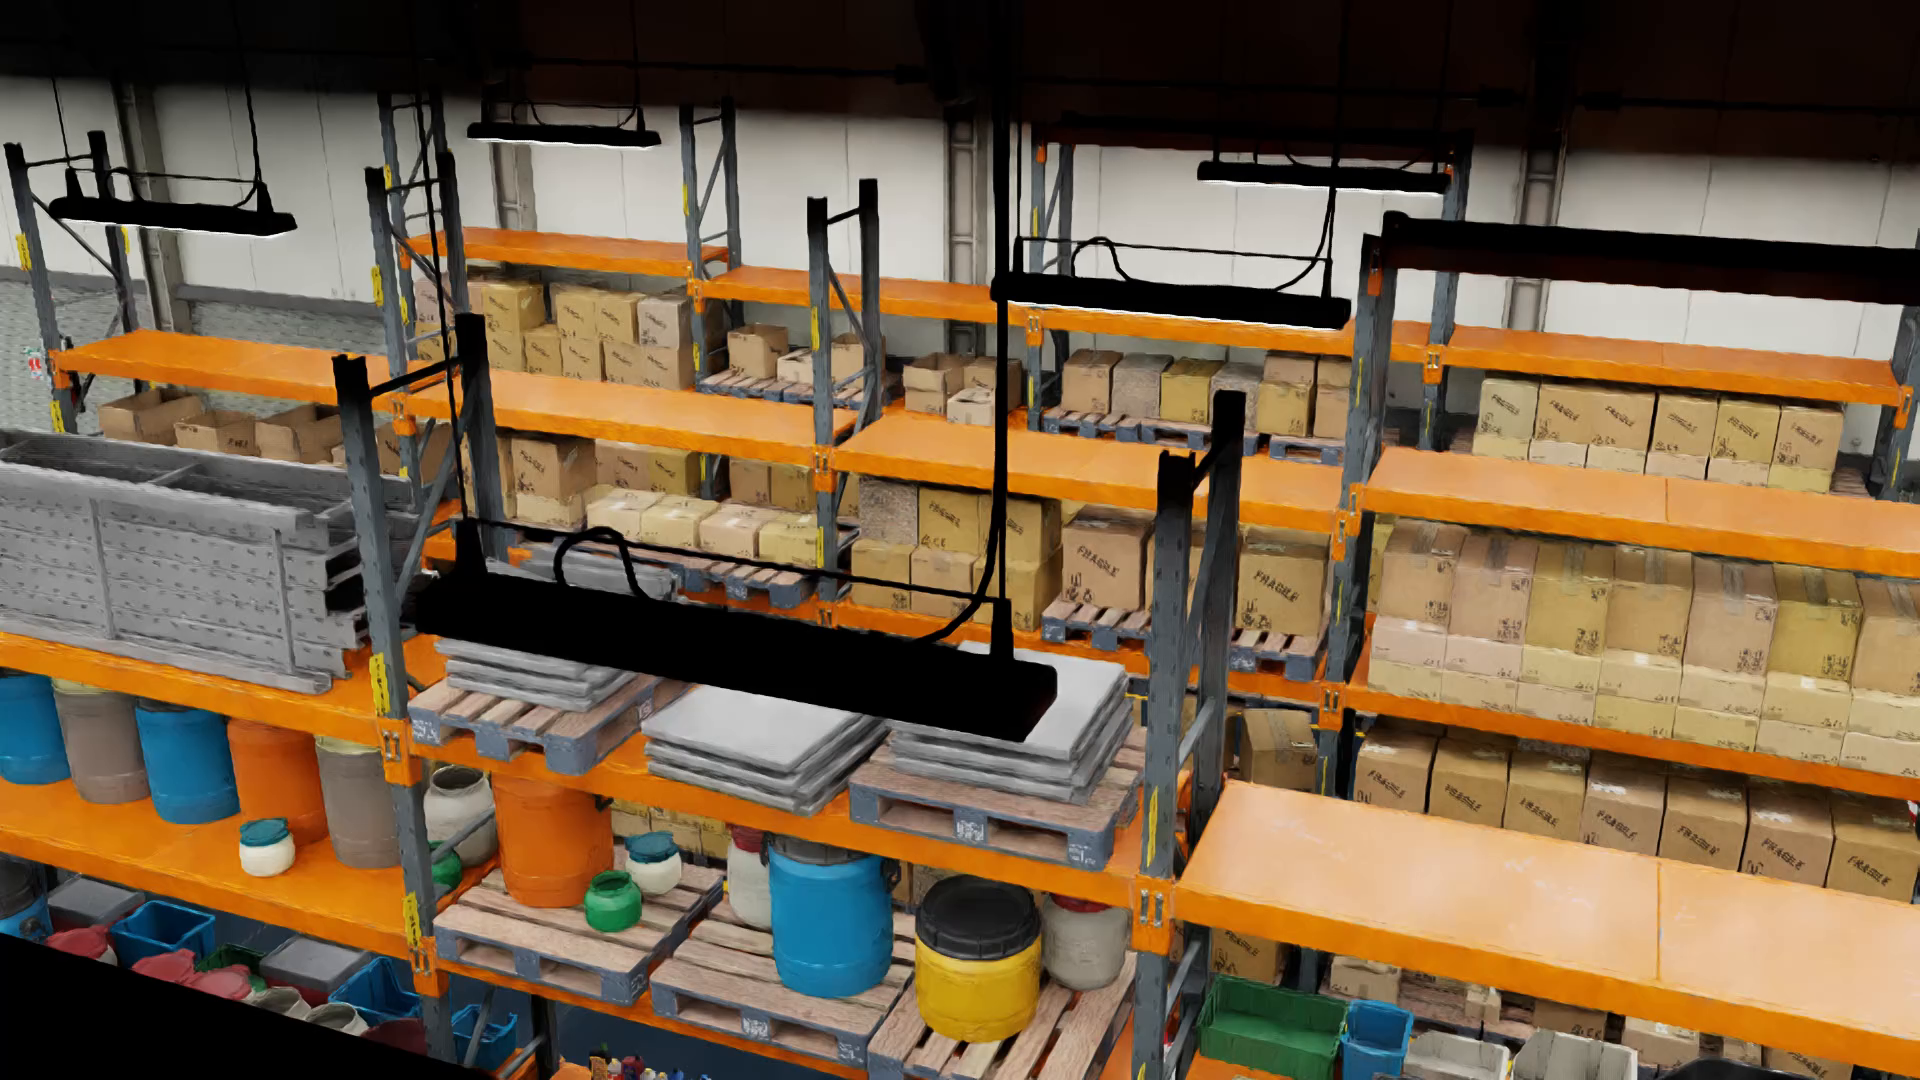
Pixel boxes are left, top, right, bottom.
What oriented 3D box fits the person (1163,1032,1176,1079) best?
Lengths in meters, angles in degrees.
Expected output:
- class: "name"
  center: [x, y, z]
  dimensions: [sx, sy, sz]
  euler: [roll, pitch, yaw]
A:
- class: "person"
  center: [1.183, 3.675, 10.298]
  dimensions: [1.124, 1.709, 0.550]
  euler: [7, 22, 18]
